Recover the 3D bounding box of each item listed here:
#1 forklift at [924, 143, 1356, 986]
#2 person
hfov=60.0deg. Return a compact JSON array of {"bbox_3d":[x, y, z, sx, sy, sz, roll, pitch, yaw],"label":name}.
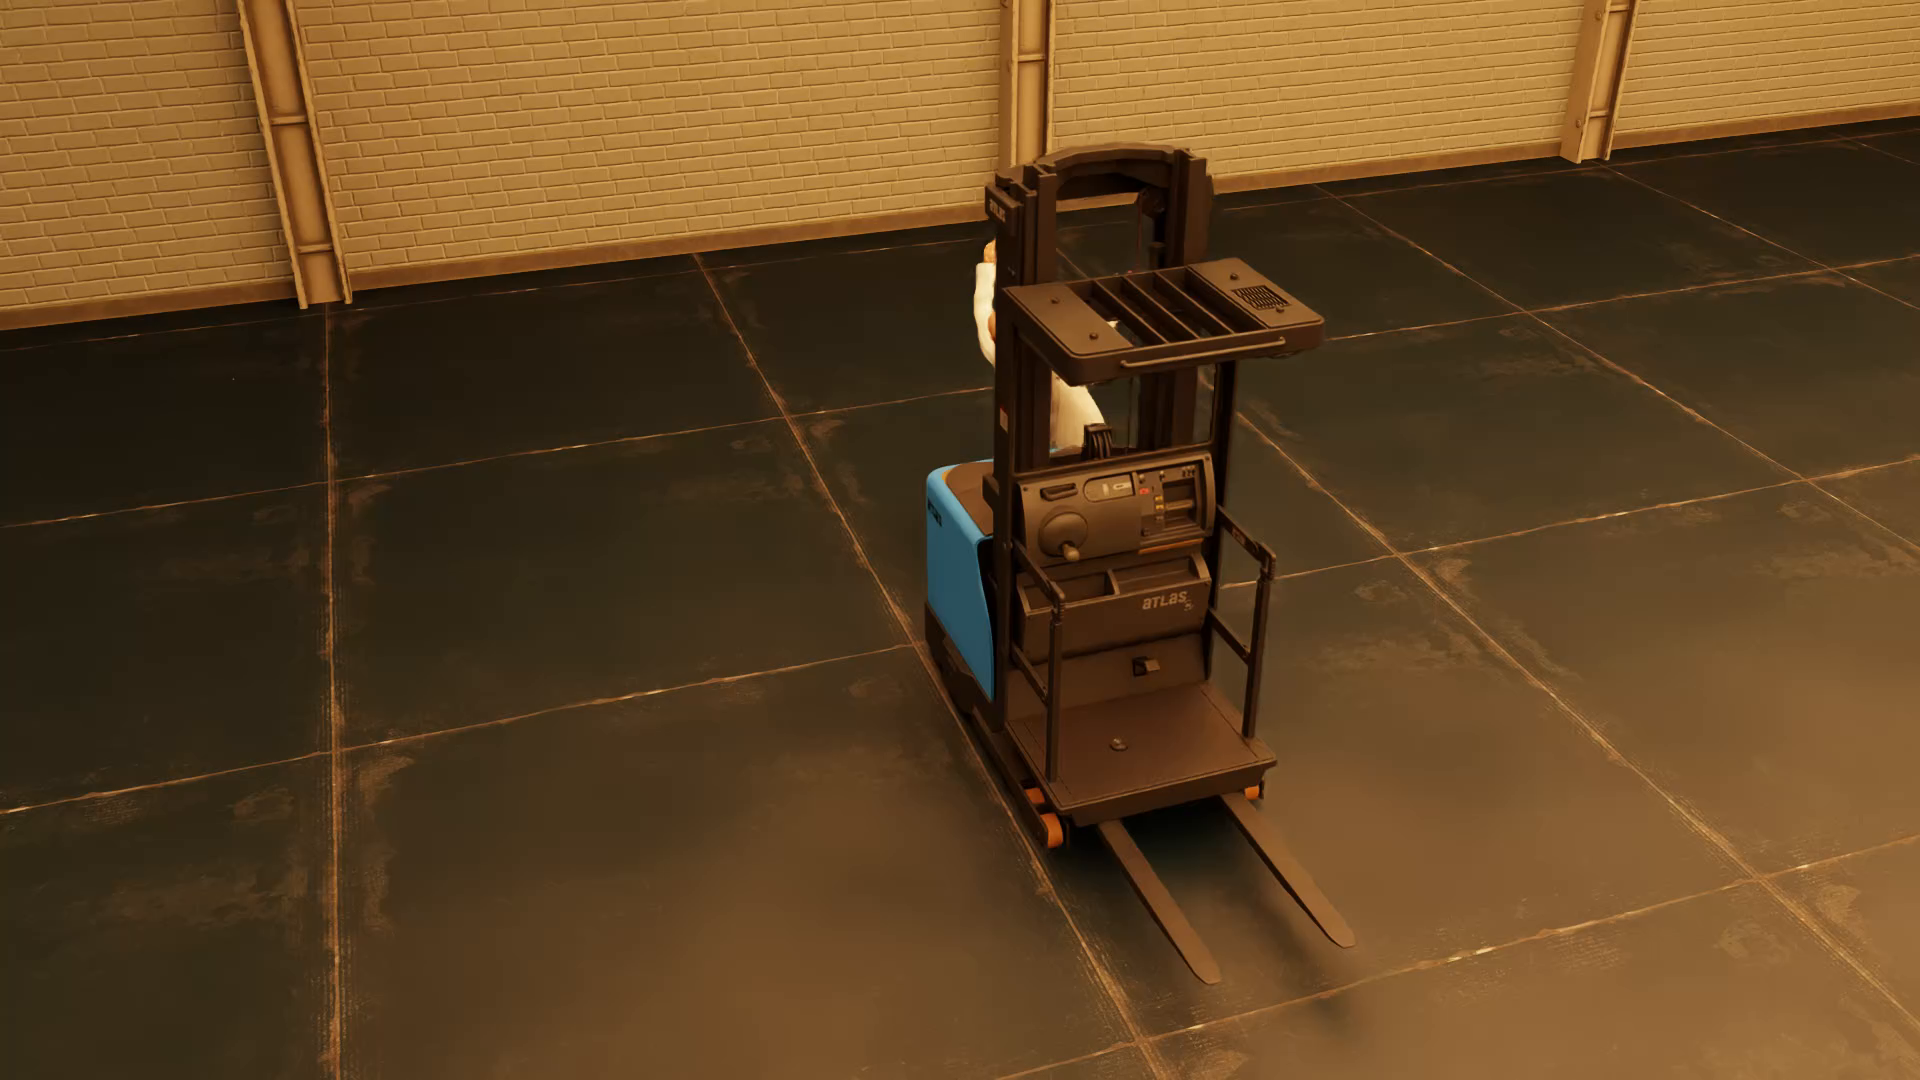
[{"bbox_3d":[0.783,-0.095,7.251,1.130,2.935,3.031,-10,31,-17],"label":"forklift"},{"bbox_3d":[0.458,-0.850,9.853,0.770,1.697,1.022,-23,37,-34],"label":"person"}]
